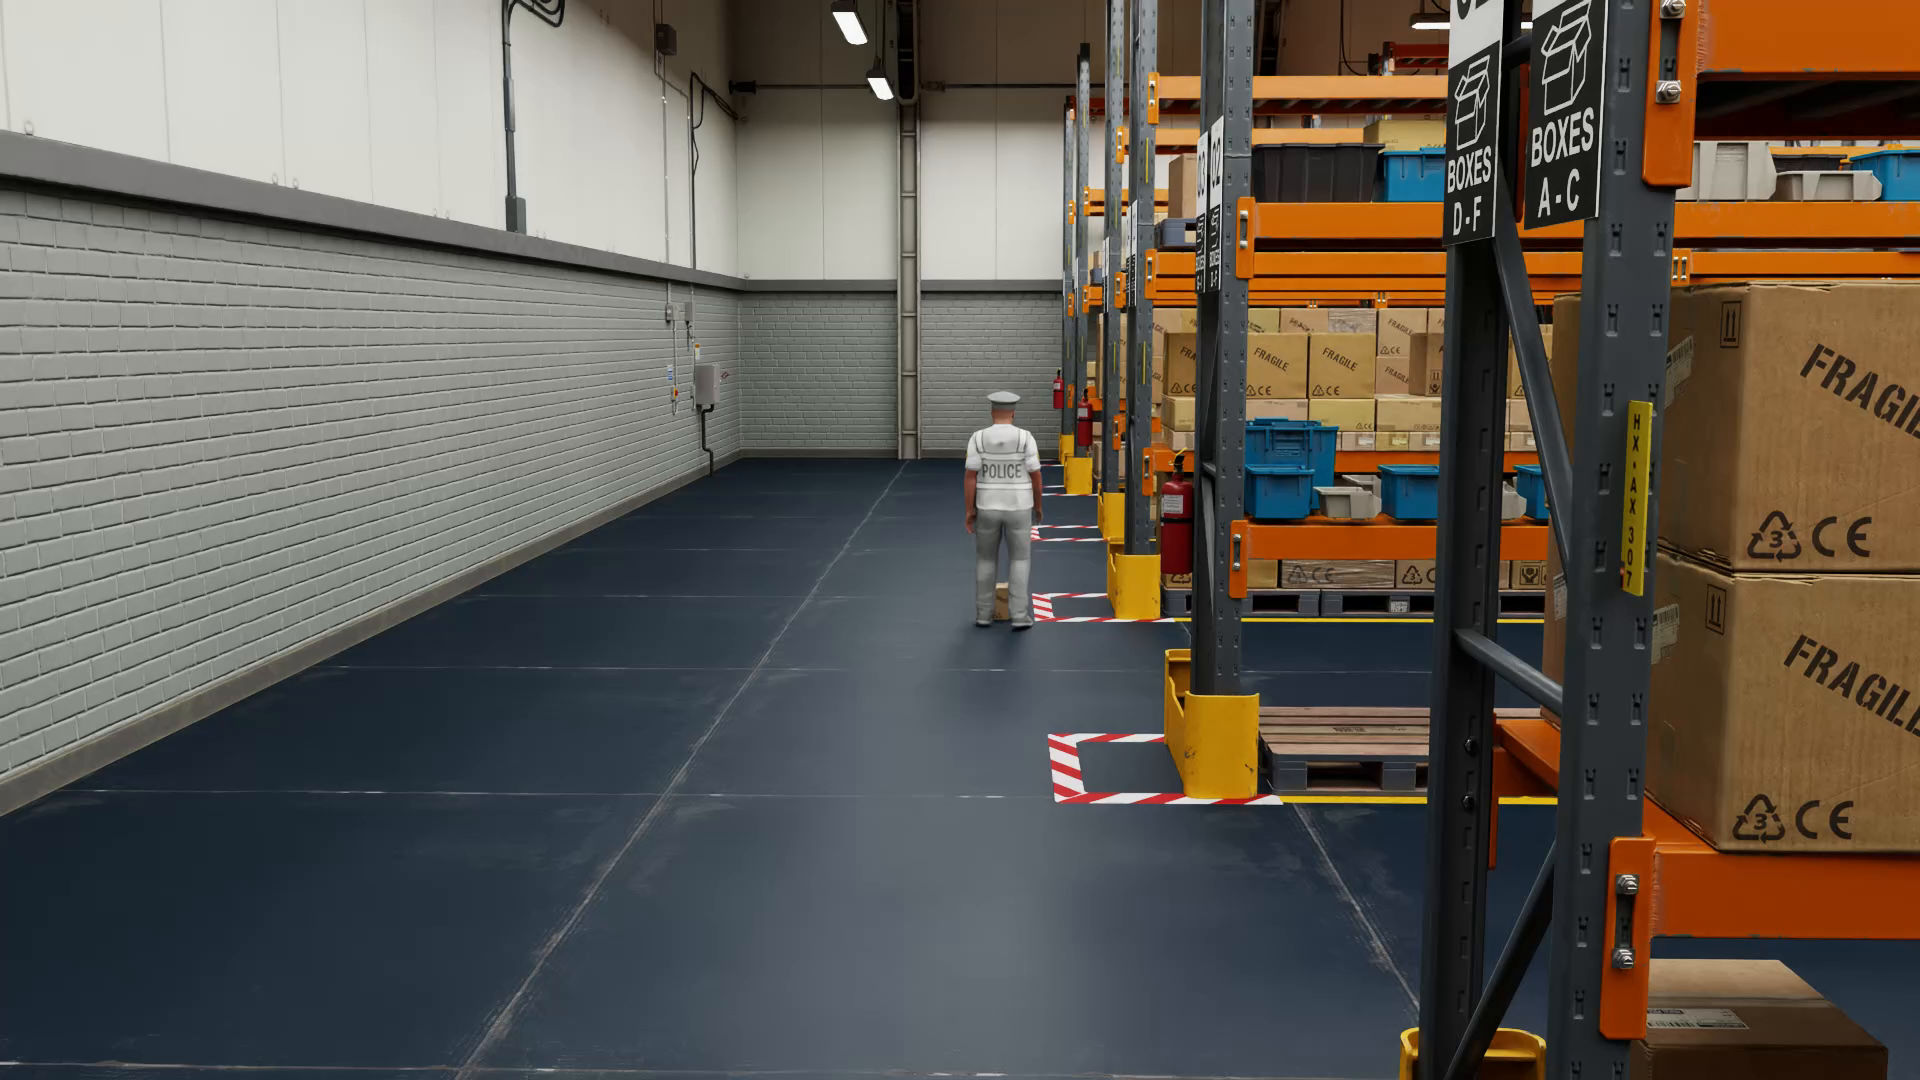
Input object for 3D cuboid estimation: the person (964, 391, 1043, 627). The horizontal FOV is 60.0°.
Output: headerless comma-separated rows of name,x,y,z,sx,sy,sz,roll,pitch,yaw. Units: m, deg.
person,0.330,-0.218,12.415,0.575,1.776,0.505,1,7,7
